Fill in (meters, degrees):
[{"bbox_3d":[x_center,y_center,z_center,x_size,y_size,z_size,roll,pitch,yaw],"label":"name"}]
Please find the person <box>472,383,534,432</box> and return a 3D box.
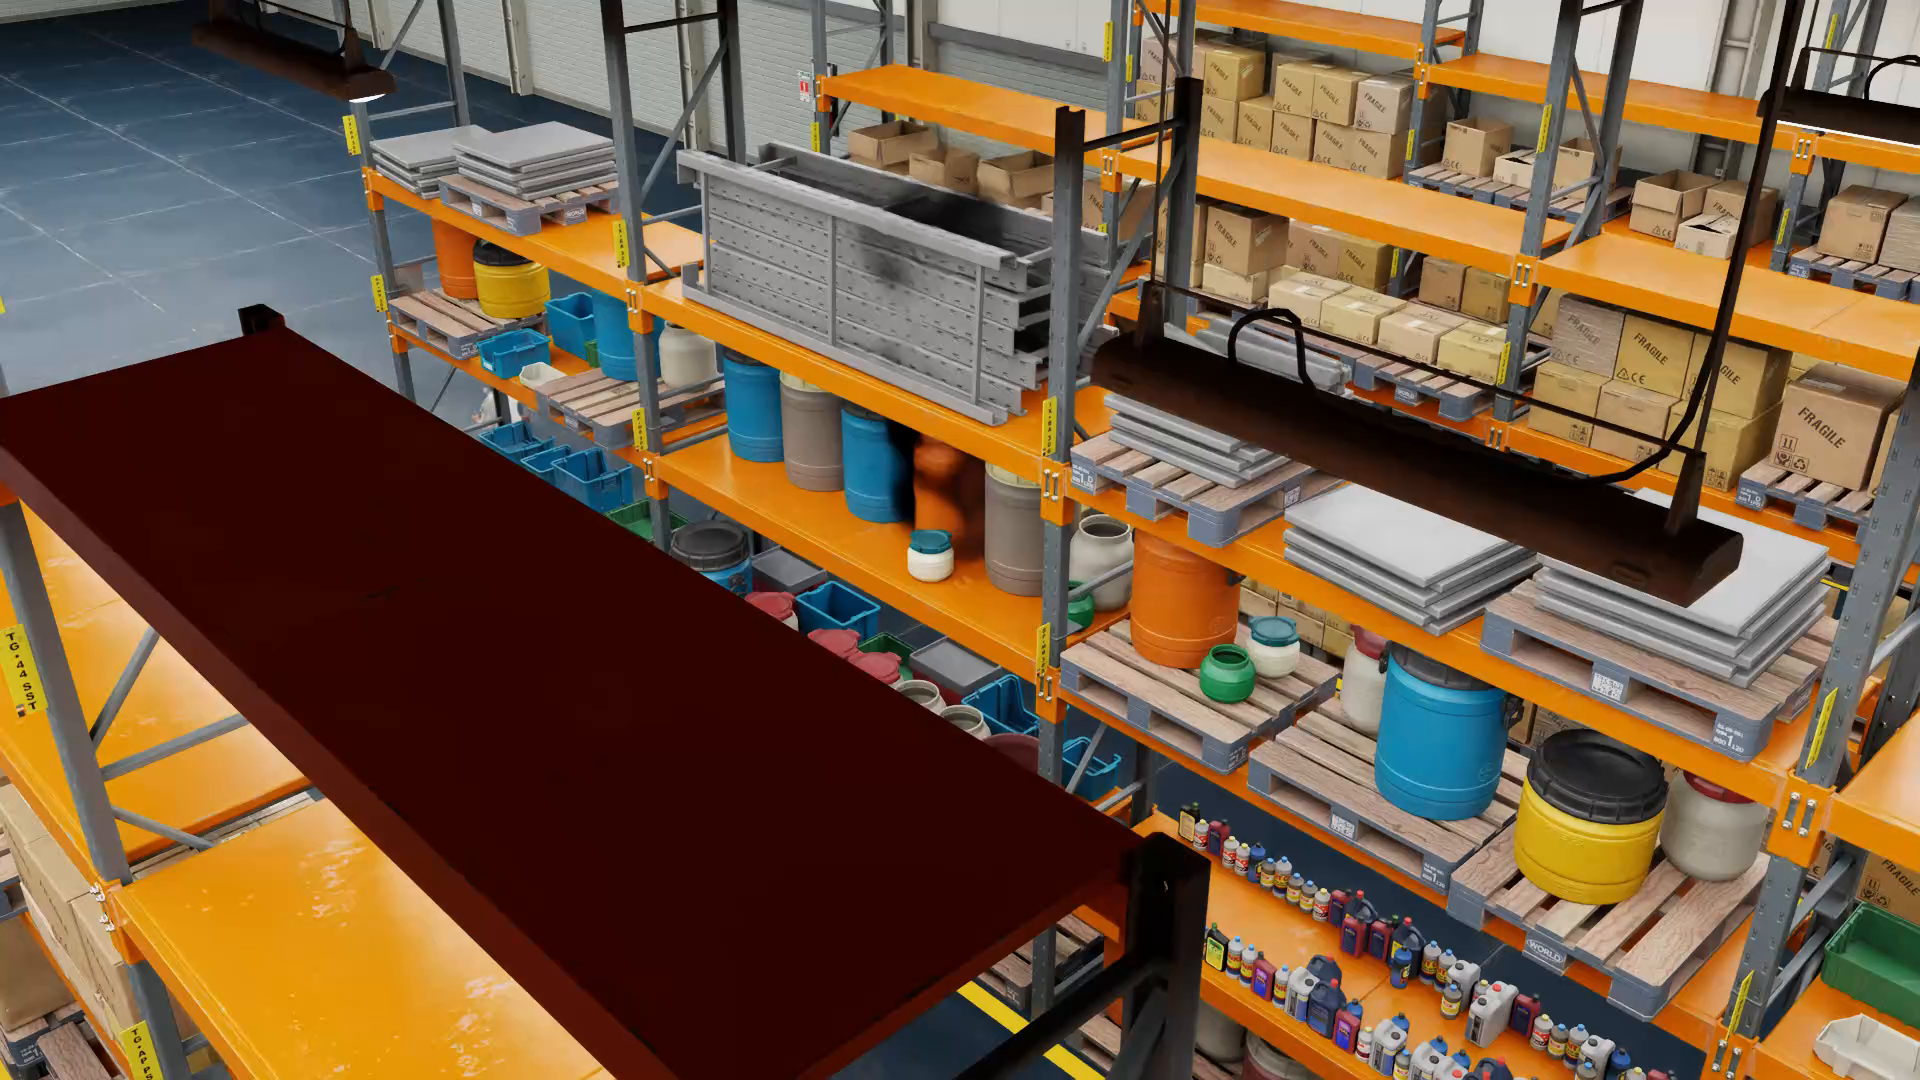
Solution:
[{"bbox_3d":[-4.656,-1.034,16.928,0.776,1.755,0.642,2,28,4],"label":"person"}]
